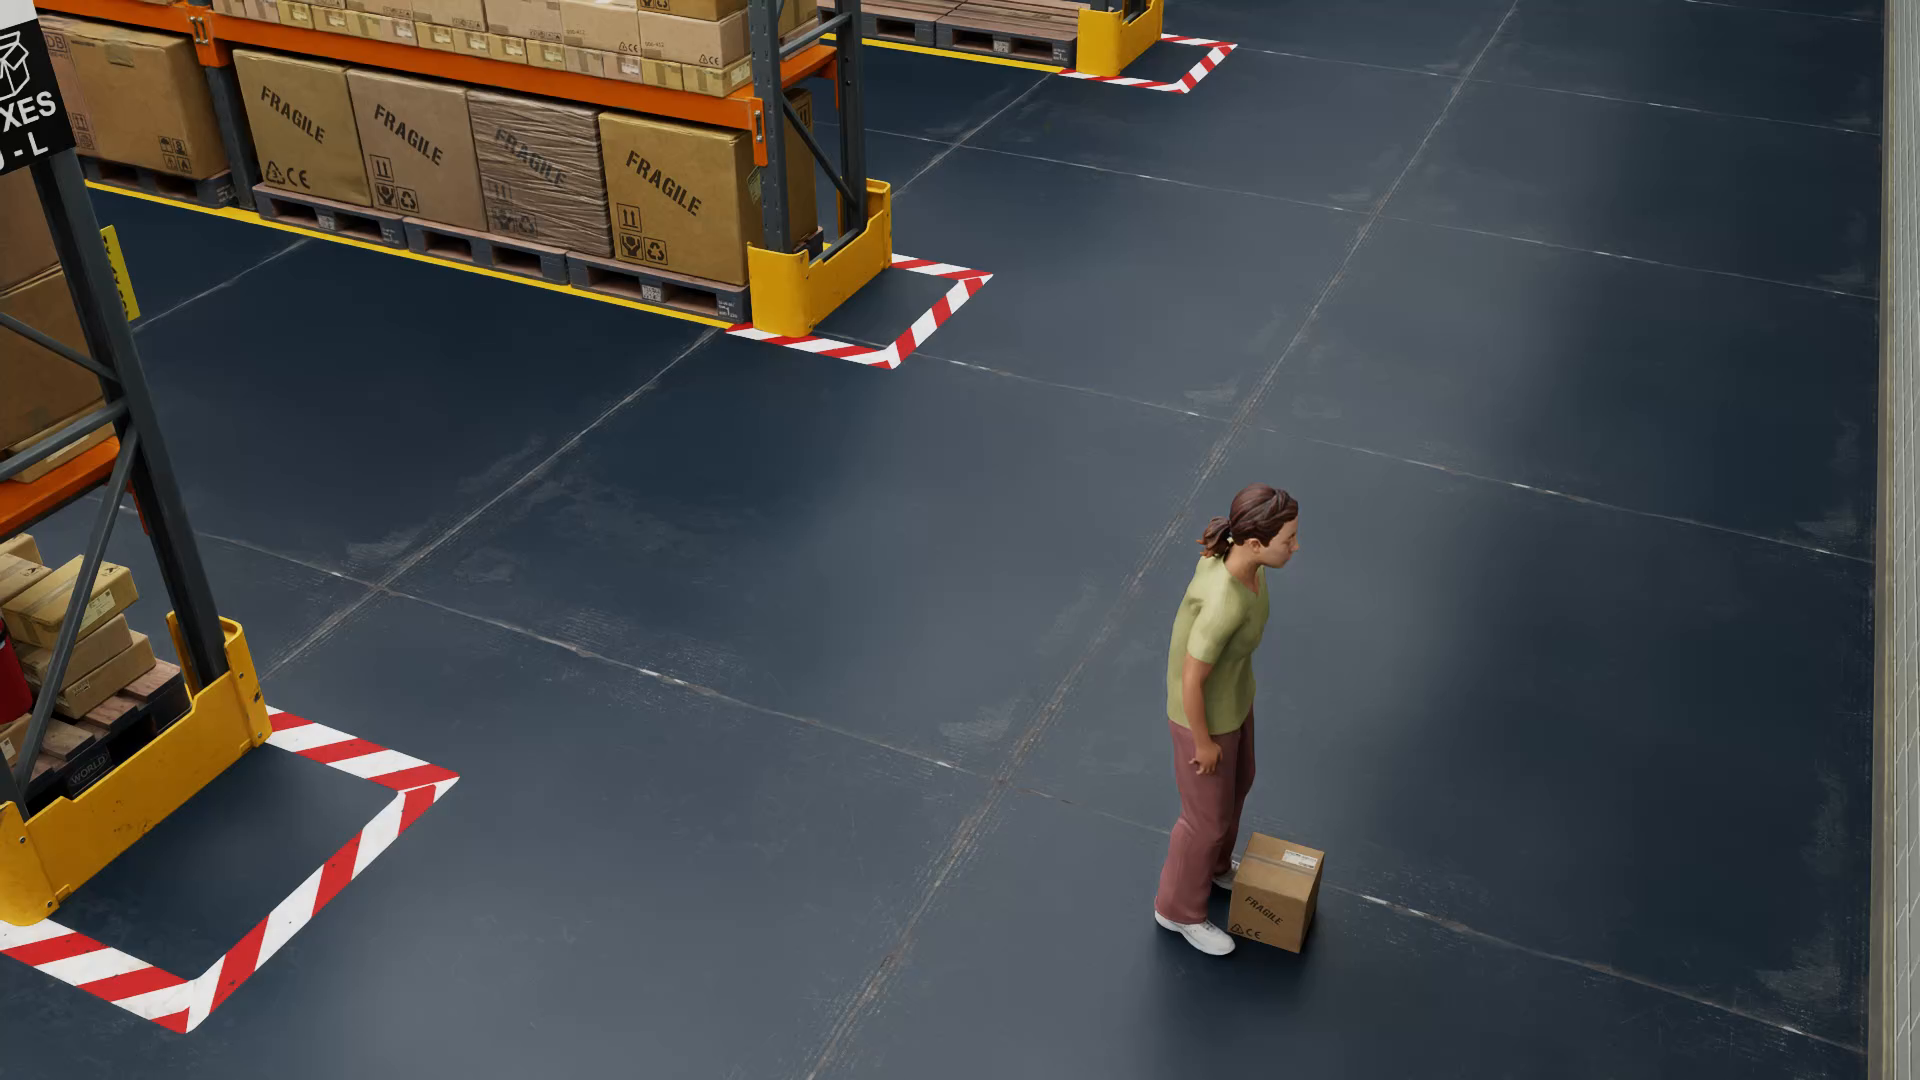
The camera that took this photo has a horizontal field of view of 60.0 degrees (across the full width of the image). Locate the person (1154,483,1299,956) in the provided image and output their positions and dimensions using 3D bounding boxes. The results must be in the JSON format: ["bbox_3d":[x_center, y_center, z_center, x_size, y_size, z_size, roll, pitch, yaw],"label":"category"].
[{"bbox_3d":[0.845,0.548,5.325,0.367,1.671,0.512,12,36,18],"label":"person"}]
